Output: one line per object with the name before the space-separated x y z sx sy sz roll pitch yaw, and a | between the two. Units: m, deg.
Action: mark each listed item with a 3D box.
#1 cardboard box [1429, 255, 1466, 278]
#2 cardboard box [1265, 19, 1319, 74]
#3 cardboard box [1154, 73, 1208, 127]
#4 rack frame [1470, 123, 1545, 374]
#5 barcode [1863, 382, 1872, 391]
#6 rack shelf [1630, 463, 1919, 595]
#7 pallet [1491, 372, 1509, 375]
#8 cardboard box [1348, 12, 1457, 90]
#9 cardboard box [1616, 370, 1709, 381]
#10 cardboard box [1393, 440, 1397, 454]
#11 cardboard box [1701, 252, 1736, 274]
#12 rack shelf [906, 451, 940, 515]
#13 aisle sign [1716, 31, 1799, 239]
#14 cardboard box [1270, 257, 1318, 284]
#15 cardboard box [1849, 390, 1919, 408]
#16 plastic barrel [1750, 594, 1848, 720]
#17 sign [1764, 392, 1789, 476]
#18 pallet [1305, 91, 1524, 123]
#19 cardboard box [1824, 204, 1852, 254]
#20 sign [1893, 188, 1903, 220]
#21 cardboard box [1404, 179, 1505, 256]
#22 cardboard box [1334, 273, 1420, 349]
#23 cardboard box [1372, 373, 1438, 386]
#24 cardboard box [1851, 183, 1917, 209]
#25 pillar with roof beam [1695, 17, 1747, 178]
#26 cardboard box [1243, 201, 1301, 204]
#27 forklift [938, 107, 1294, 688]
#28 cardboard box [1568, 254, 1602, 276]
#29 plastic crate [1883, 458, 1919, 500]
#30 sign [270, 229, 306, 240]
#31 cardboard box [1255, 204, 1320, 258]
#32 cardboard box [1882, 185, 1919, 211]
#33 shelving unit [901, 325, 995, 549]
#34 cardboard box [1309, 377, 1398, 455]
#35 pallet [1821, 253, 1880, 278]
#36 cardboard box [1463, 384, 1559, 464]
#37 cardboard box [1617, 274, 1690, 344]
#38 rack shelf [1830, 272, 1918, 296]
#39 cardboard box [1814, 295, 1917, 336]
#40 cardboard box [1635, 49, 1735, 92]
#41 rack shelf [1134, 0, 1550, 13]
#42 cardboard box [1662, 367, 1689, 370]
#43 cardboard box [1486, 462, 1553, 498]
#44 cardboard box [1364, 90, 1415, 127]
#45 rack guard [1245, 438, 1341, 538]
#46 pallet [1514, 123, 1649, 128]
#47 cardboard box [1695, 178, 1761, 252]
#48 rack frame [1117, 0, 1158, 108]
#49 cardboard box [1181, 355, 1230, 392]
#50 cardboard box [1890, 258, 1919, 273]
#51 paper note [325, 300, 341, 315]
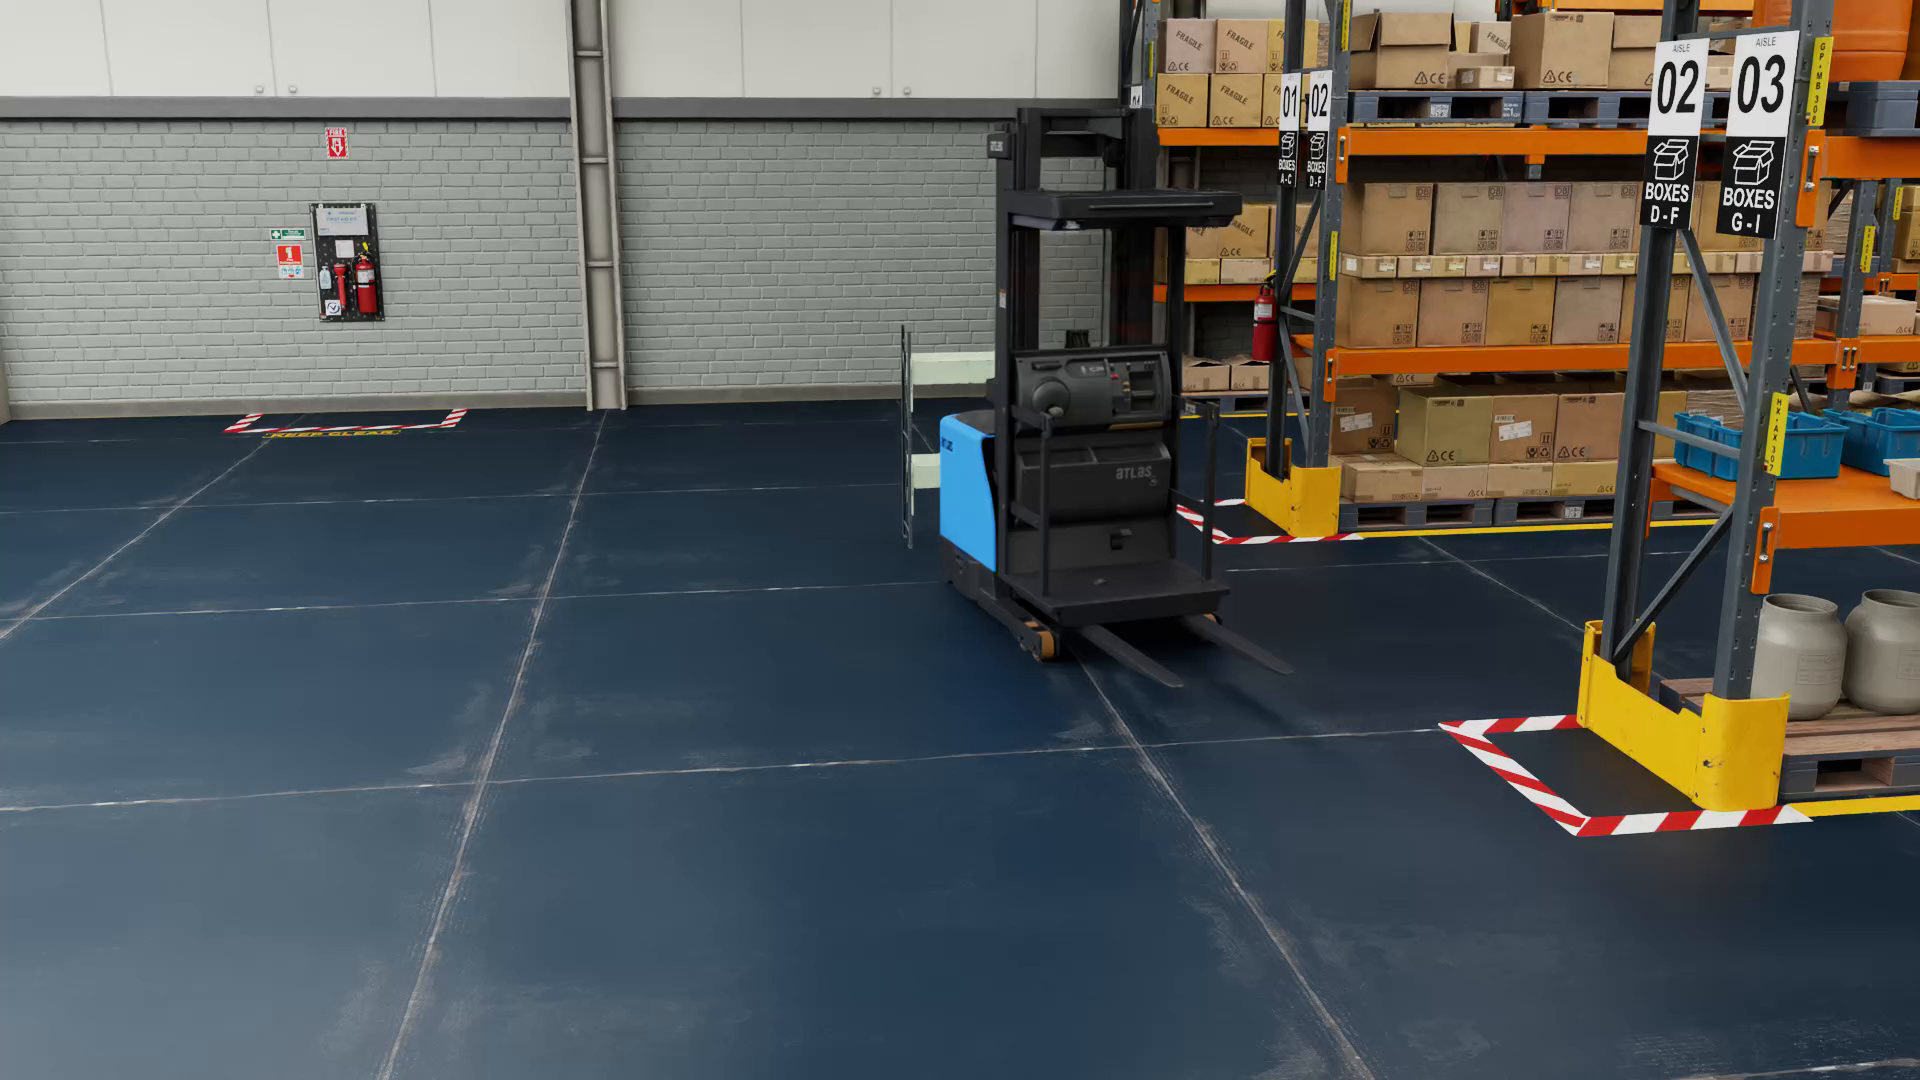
cardboard box | 3.399 -1.961 11.836 0.250 0.149 0.380 -2 14 -8
cardboard box | 3.156 -4.789 16.183 0.500 0.500 0.500 -2 14 -7
cardboard box | 2.098 -4.273 16.181 0.500 0.500 0.500 -2 14 -7
rack frame | 5.686 -2.953 17.330 0.127 3.000 1.000 -2 14 -8
barcode | 6.742 -1.137 12.351 0.075 0.075 0.001 -2 14 -8
rack shelf | 5.184 -0.149 7.626 4.000 0.370 1.077 -2 14 -8
pallet | 6.455 -1.629 17.783 1.213 0.211 1.003 -2 14 -8
cardboard box | 3.041 -3.413 11.635 0.637 0.503 0.797 -1 14 -4
cardboard box | 5.429 -1.034 12.925 0.500 0.500 0.500 -2 14 -8
cardboard box | 3.451 -0.598 12.729 0.500 0.250 0.500 -2 14 -8
cardboard box | 5.427 -2.035 12.131 0.250 0.149 0.380 -2 14 -8
rack shelf | -0.007 -0.411 11.618 0.720 0.370 0.431 -2 14 -8
aisle sign | 3.179 -1.613 6.642 0.004 0.787 0.394 -2 14 -8
cardboard box | 3.276 -2.726 16.691 0.500 0.250 0.500 -2 14 -9
cardboard box | 7.298 -1.008 13.209 0.500 0.311 0.500 -2 14 -7
plastic barrel | 3.845 0.536 7.670 0.421 0.512 0.421 0 14 0
sign | 3.284 -0.427 6.688 0.005 0.325 0.100 -2 14 -8
pallet | 3.175 -3.048 11.725 1.213 0.211 1.003 -2 14 -8
cardboard box | 9.178 -3.340 17.765 0.500 0.500 0.700 -4 15 -15
sign | 9.731 -3.491 17.258 0.005 0.325 0.100 -2 14 -8
cardboard box | 3.507 -2.330 11.976 0.500 0.500 0.700 -2 14 -10
cardboard box | 2.935 -1.679 12.044 0.500 0.500 0.700 -2 14 -8
cardboard box | 4.665 -1.907 17.392 0.500 0.500 0.500 -3 14 -13
cardboard box | 10.051 -3.743 18.080 0.500 0.250 0.500 -2 14 -7
pillar with roof beam | 8.868 -5.133 13.691 0.400 9.000 9.100 -2 14 -8
cardboard box | 3.174 -3.213 17.091 0.500 0.500 0.500 -2 14 -10
forklift | 0.830 -0.872 9.175 1.130 2.935 3.031 -5 15 -19
cardboard box | 4.412 -1.998 11.982 0.250 0.149 0.380 -2 14 -8
plastic crate | 4.139 -0.252 7.103 0.250 0.136 0.298 -2 14 -8
sign | -6.645 -3.021 16.438 0.331 0.109 0.001 -2 14 -8
cardboard box | 3.249 -3.086 16.588 0.500 0.500 0.500 -3 14 -10
cardboard box | 10.157 -3.620 17.589 0.500 0.250 0.500 -2 14 -7
shelving unit | -0.007 -0.727 11.538 0.755 1.500 0.431 -2 14 -8
cardboard box | 2.958 -0.941 12.557 0.500 0.500 0.500 -2 14 -8
pallet | 8.952 -2.953 17.726 1.003 0.211 1.213 -2 14 -8
cardboard box | 4.022 -0.856 12.216 0.500 0.500 0.500 -2 14 -8
cardboard box | 4.972 -1.755 12.346 0.500 0.500 0.700 -2 14 -7
rack shelf | 11.619 -2.821 18.285 4.000 0.370 1.077 -2 14 -8
cardboard box | 6.908 -1.717 12.711 0.500 0.250 0.500 -1 14 -5
cardboard box | 5.356 -3.470 12.259 0.500 0.311 0.500 -3 14 -11
rack shelf | 3.708 -5.440 16.399 4.000 0.370 1.077 -2 14 -8
cardboard box | 7.425 -2.024 17.861 0.500 0.500 0.700 -2 14 -8
cardboard box | 4.024 -0.490 12.297 0.500 0.250 0.500 -2 14 -8
cardboard box | 4.179 -4.344 16.463 0.500 0.500 0.500 -3 14 -11
rack guard | 2.448 -0.403 12.302 0.348 0.500 1.175 -2 14 -8
pallet | 6.312 -4.314 16.975 1.003 0.211 1.213 -2 14 -8
cardboard box | 5.490 -2.403 12.265 0.500 0.500 0.700 -2 14 -8
rack frame | 1.730 -5.718 16.022 0.127 3.000 1.000 -2 14 -8
cardboard box | 2.428 -1.721 17.039 0.500 0.311 0.500 -4 15 -15
cardboard box | 10.001 -2.942 17.762 0.250 0.149 0.380 -2 14 -9
paper note | -6.274 -2.327 16.643 0.142 0.148 0.016 -2 14 -8
